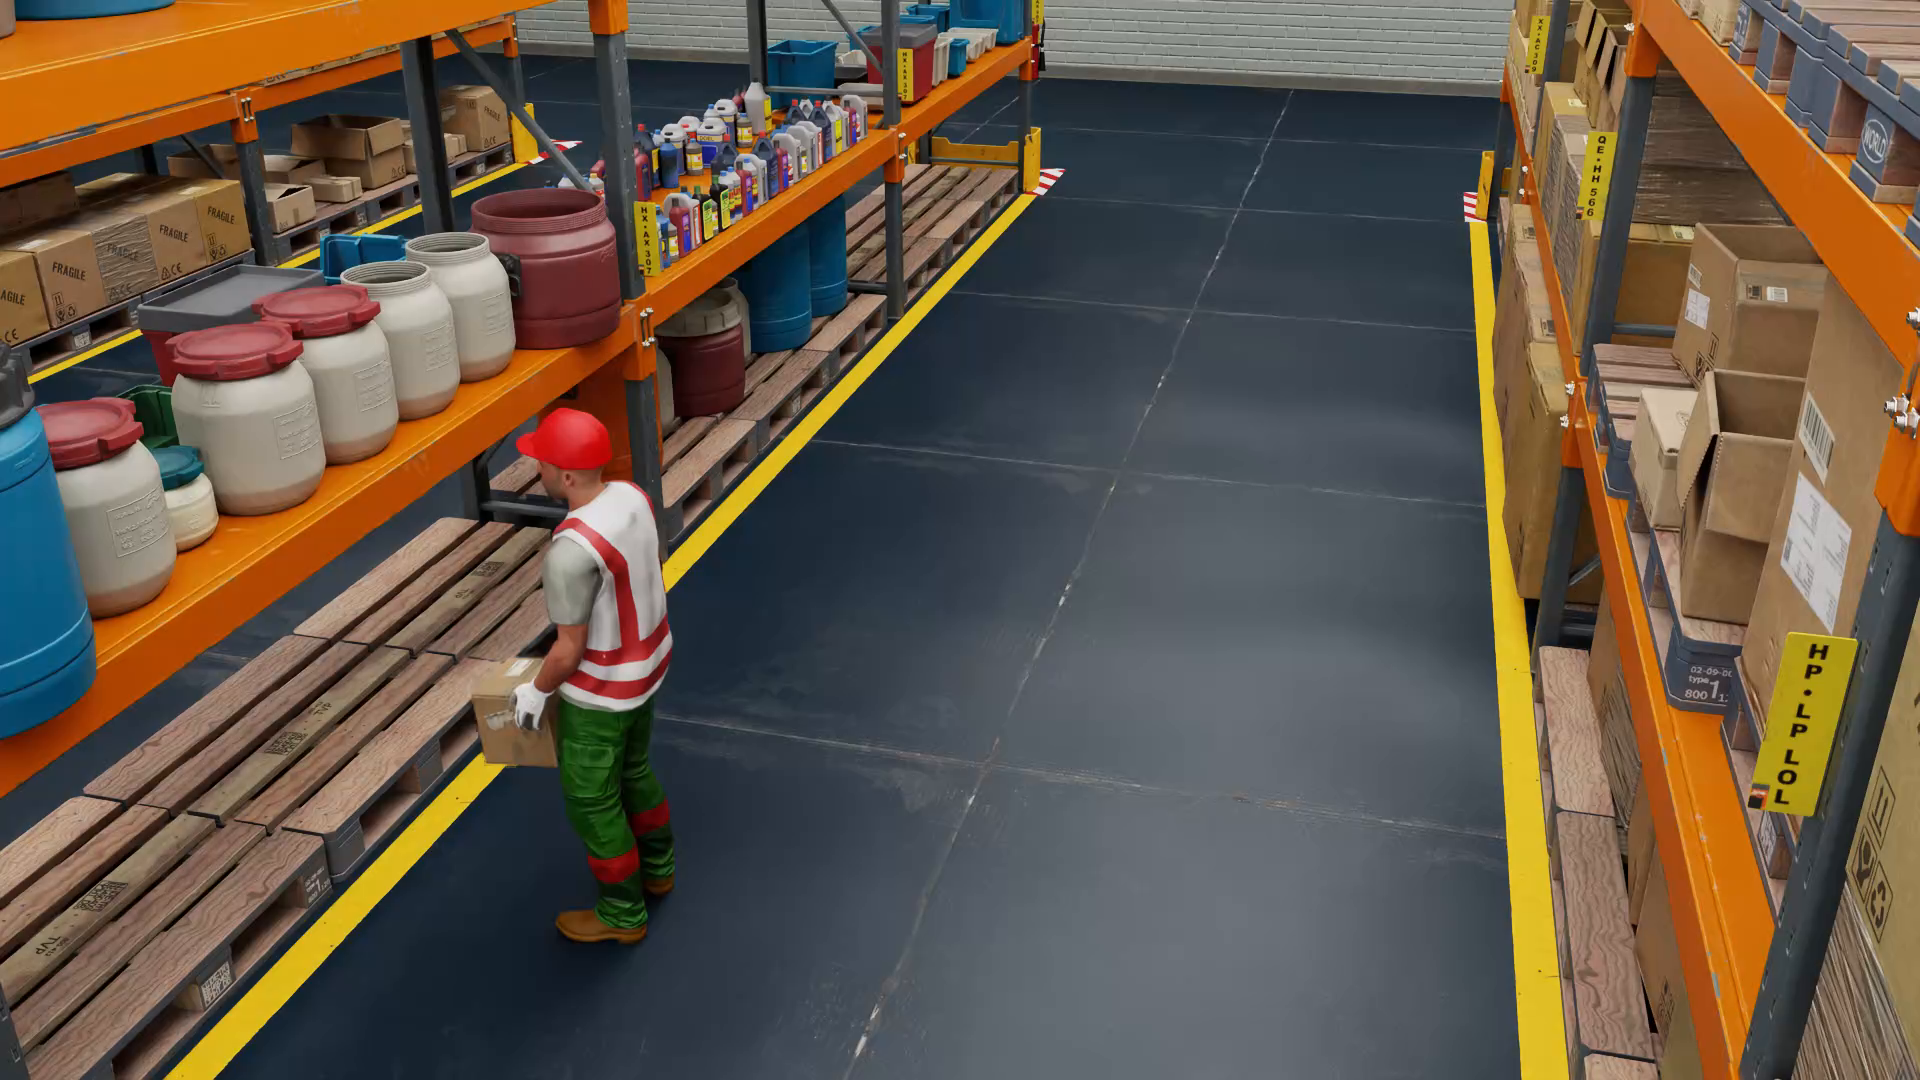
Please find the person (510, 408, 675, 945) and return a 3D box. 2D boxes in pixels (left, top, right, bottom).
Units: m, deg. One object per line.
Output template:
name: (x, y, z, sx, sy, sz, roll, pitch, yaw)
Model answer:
person: (-1.122, 0.433, 5.153, 0.437, 1.789, 0.539, 6, 26, 12)
